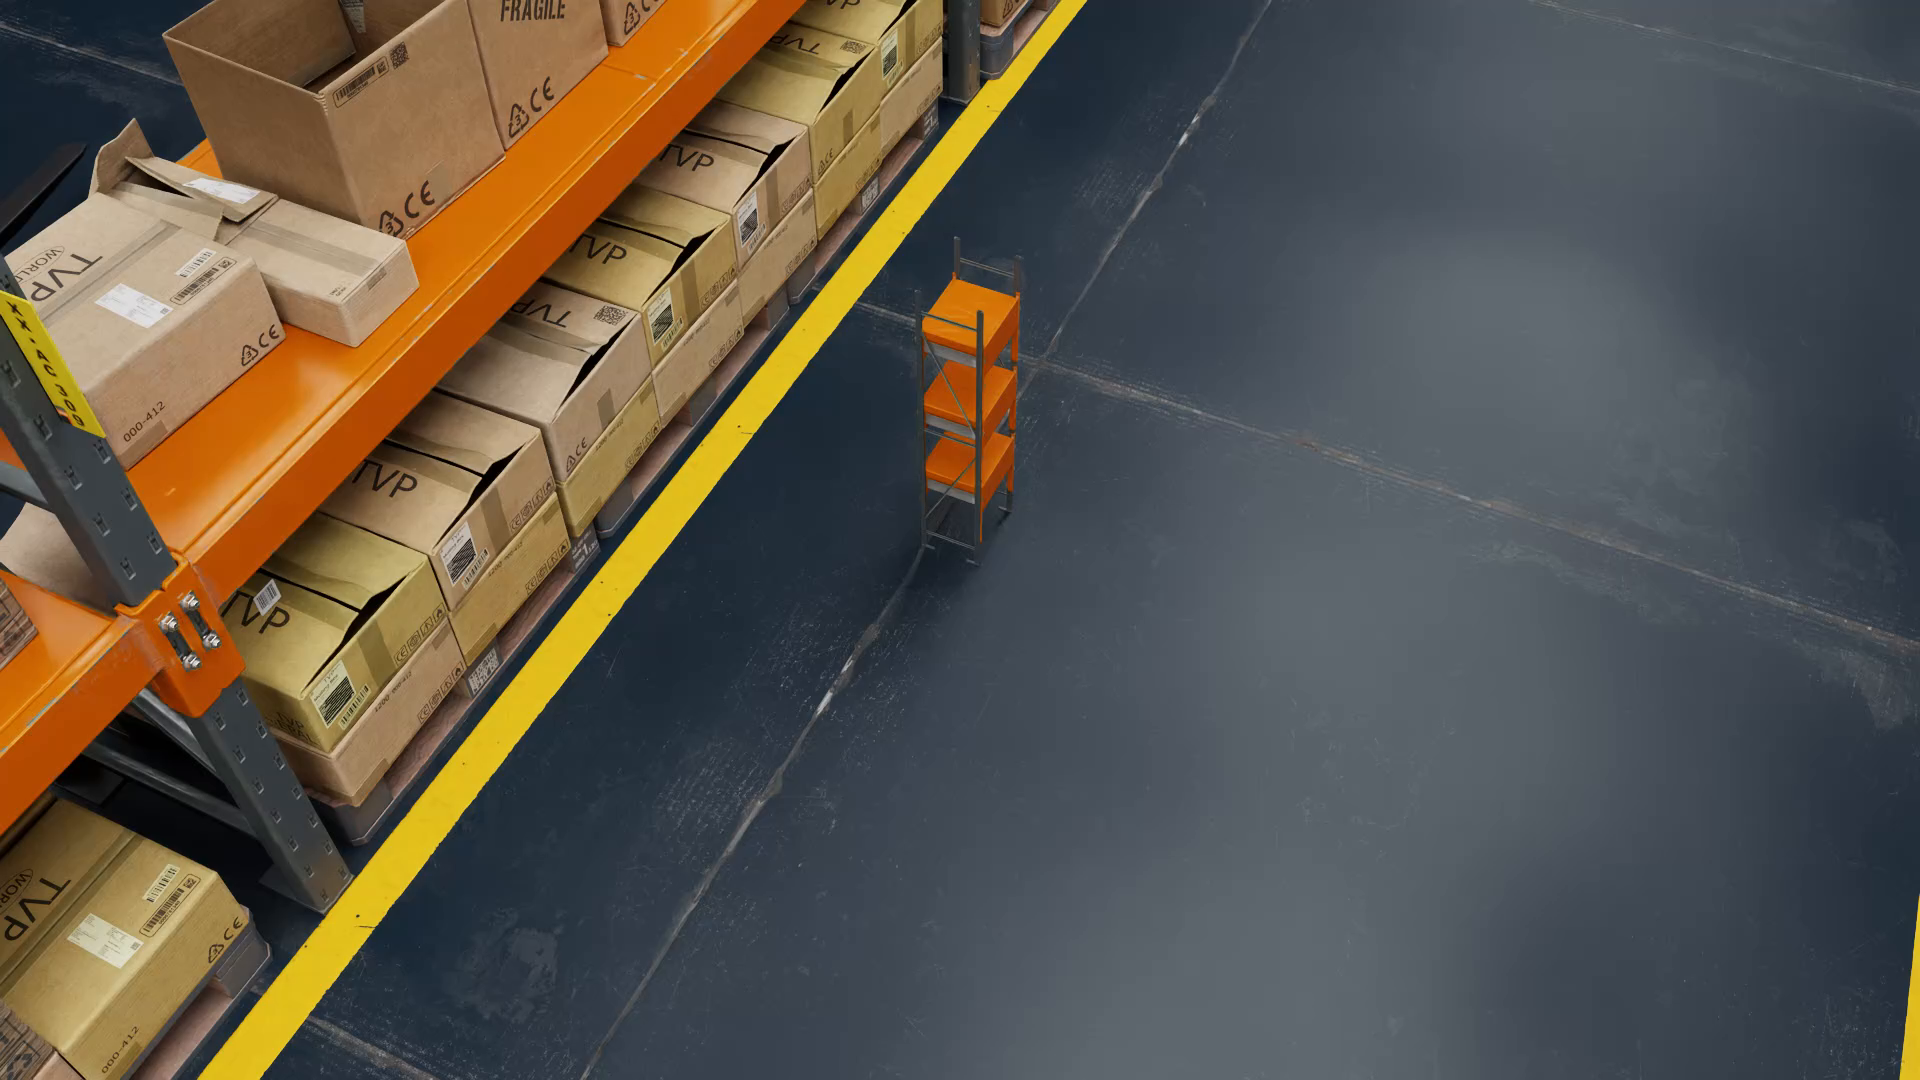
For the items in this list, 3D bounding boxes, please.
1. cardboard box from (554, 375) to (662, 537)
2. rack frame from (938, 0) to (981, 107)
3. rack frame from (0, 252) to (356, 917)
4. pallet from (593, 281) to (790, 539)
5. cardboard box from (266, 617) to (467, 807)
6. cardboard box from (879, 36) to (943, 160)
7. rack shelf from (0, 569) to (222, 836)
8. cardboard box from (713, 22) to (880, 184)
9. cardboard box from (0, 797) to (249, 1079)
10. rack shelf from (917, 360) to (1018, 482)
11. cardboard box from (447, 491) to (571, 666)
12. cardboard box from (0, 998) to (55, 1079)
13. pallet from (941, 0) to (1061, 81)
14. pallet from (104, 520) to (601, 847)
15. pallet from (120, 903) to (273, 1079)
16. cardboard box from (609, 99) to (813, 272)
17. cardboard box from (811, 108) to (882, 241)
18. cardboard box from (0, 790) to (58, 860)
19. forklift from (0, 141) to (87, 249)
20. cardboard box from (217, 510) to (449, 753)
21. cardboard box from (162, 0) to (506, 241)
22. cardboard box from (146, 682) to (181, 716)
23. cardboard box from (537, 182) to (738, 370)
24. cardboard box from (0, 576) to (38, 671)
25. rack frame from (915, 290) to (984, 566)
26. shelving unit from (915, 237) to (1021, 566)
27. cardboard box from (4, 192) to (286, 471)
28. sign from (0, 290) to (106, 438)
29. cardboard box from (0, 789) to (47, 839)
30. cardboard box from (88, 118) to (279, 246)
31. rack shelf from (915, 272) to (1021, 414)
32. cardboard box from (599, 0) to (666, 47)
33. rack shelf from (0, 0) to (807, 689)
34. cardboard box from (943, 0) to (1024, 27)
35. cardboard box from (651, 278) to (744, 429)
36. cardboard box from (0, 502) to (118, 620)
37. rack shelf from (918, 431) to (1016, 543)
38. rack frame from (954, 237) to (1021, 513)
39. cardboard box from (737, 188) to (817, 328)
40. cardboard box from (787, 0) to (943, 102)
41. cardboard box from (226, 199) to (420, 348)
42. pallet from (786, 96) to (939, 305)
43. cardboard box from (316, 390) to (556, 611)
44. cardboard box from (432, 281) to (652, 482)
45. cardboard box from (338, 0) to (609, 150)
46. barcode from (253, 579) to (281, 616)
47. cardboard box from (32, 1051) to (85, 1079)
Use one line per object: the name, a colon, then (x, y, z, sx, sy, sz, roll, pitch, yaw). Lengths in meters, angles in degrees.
cardboard box: (-1.270, -0.333, 5.093, 0.500, 0.250, 0.500, 18, 52, 15)
rack frame: (-0.396, -2.936, 5.778, 1.000, 3.000, 0.127, 20, 52, 16)
rack frame: (-2.105, -0.181, 3.435, 1.000, 3.000, 0.127, 20, 52, 16)
pallet: (-1.305, -0.641, 5.657, 1.003, 0.211, 1.213, 20, 52, 16)
cardboard box: (-1.709, 0.377, 4.490, 0.500, 0.250, 0.500, 19, 52, 15)
cardboard box: (-0.400, -1.739, 6.290, 0.500, 0.250, 0.500, 21, 53, 17)
rack shelf: (-2.959, 1.429, 2.537, 1.077, 0.370, 4.000, 20, 52, 16)
cardboard box: (-0.613, -1.562, 5.771, 0.500, 0.311, 0.500, 19, 52, 16)
cardboard box: (-2.105, 0.964, 3.990, 0.500, 0.250, 0.500, 20, 52, 16)
rack shelf: (0.023, -0.370, 4.890, 0.215, 0.259, 0.240, 20, 52, 16)
cardboard box: (-1.489, 0.025, 4.789, 0.500, 0.250, 0.500, 21, 53, 17)
cardboard box: (-2.330, 1.062, 3.414, 0.500, 0.500, 0.500, 20, 52, 16)
pallet: (-0.043, -2.534, 7.267, 1.003, 0.211, 1.213, 20, 52, 16)
pallet: (-1.825, 0.202, 4.939, 1.003, 0.211, 1.213, 20, 52, 16)
pallet: (-2.483, 1.256, 4.042, 1.003, 0.211, 1.213, 20, 52, 16)
cardboard box: (-0.831, -1.215, 5.476, 0.500, 0.311, 0.500, 19, 52, 16)
cardboard box: (-0.617, -1.383, 5.987, 0.500, 0.250, 0.500, 19, 52, 16)
cardboard box: (-2.577, 0.794, 4.134, 0.500, 0.250, 0.500, 20, 52, 16)
forklift: (-3.994, -1.245, 4.385, 1.130, 2.935, 3.031, 12, 51, 10)
cardboard box: (-1.703, 0.188, 4.282, 0.500, 0.311, 0.500, 20, 52, 16)
cardboard box: (-1.537, -1.100, 4.151, 0.500, 0.500, 0.500, 23, 53, 19)
cardboard box: (-2.190, 0.194, 4.645, 0.500, 0.250, 0.500, 19, 52, 16)
cardboard box: (-1.047, -0.871, 5.183, 0.500, 0.311, 0.500, 21, 53, 17)
cardboard box: (-2.289, 0.094, 3.135, 0.700, 0.500, 0.500, 19, 52, 15)
rack frame: (-0.029, -0.293, 4.810, 0.200, 1.050, 0.008, 20, 52, 16)
shelving unit: (0.023, -0.377, 4.882, 0.215, 1.050, 0.252, 20, 52, 16)
cardboard box: (-1.934, -0.486, 3.792, 0.500, 0.250, 0.500, 23, 53, 18)
sign: (-1.602, -0.308, 2.922, 0.100, 0.325, 0.005, 20, 52, 16)
cardboard box: (-2.586, 0.548, 3.851, 0.500, 0.500, 0.500, 20, 52, 16)
cardboard box: (-1.895, -0.803, 4.052, 0.396, 0.266, 0.258, 19, 52, 15)
rack shelf: (0.023, -0.554, 4.673, 0.215, 0.259, 0.240, 20, 52, 16)
cardboard box: (-1.098, -1.807, 4.753, 0.500, 0.500, 0.500, 17, 52, 14)
rack shelf: (-1.250, -1.325, 4.881, 1.077, 0.370, 4.000, 20, 52, 16)
cardboard box: (0.057, -2.489, 6.750, 0.500, 0.500, 0.500, 22, 53, 18)
cardboard box: (-1.052, -0.683, 5.391, 0.500, 0.250, 0.500, 21, 53, 17)
cardboard box: (-2.191, 0.020, 4.425, 0.500, 0.311, 0.500, 20, 52, 16)
rack shelf: (0.023, -0.190, 5.101, 0.215, 0.259, 0.240, 20, 52, 16)
rack frame: (0.075, -0.461, 4.953, 0.200, 1.050, 0.008, 20, 52, 16)
cardboard box: (-0.835, -1.038, 5.693, 0.500, 0.250, 0.500, 21, 53, 17)
cardboard box: (-0.397, -1.922, 6.077, 0.500, 0.311, 0.500, 21, 53, 17)
cardboard box: (-1.541, -0.644, 3.993, 0.380, 0.149, 0.250, 20, 52, 16)
pallet: (-0.783, -1.478, 6.369, 1.003, 0.211, 1.213, 20, 52, 16)
cardboard box: (-1.484, -0.155, 4.573, 0.500, 0.311, 0.500, 19, 52, 16)
cardboard box: (-1.264, -0.511, 4.877, 0.500, 0.311, 0.500, 18, 52, 15)
cardboard box: (-1.323, -1.445, 4.444, 0.500, 0.500, 0.500, 20, 52, 16)
barcode: (-1.619, 0.135, 3.888, 0.001, 0.075, 0.075, 20, 52, 16)
cardboard box: (-2.328, 1.305, 3.700, 0.500, 0.250, 0.500, 20, 52, 16)
